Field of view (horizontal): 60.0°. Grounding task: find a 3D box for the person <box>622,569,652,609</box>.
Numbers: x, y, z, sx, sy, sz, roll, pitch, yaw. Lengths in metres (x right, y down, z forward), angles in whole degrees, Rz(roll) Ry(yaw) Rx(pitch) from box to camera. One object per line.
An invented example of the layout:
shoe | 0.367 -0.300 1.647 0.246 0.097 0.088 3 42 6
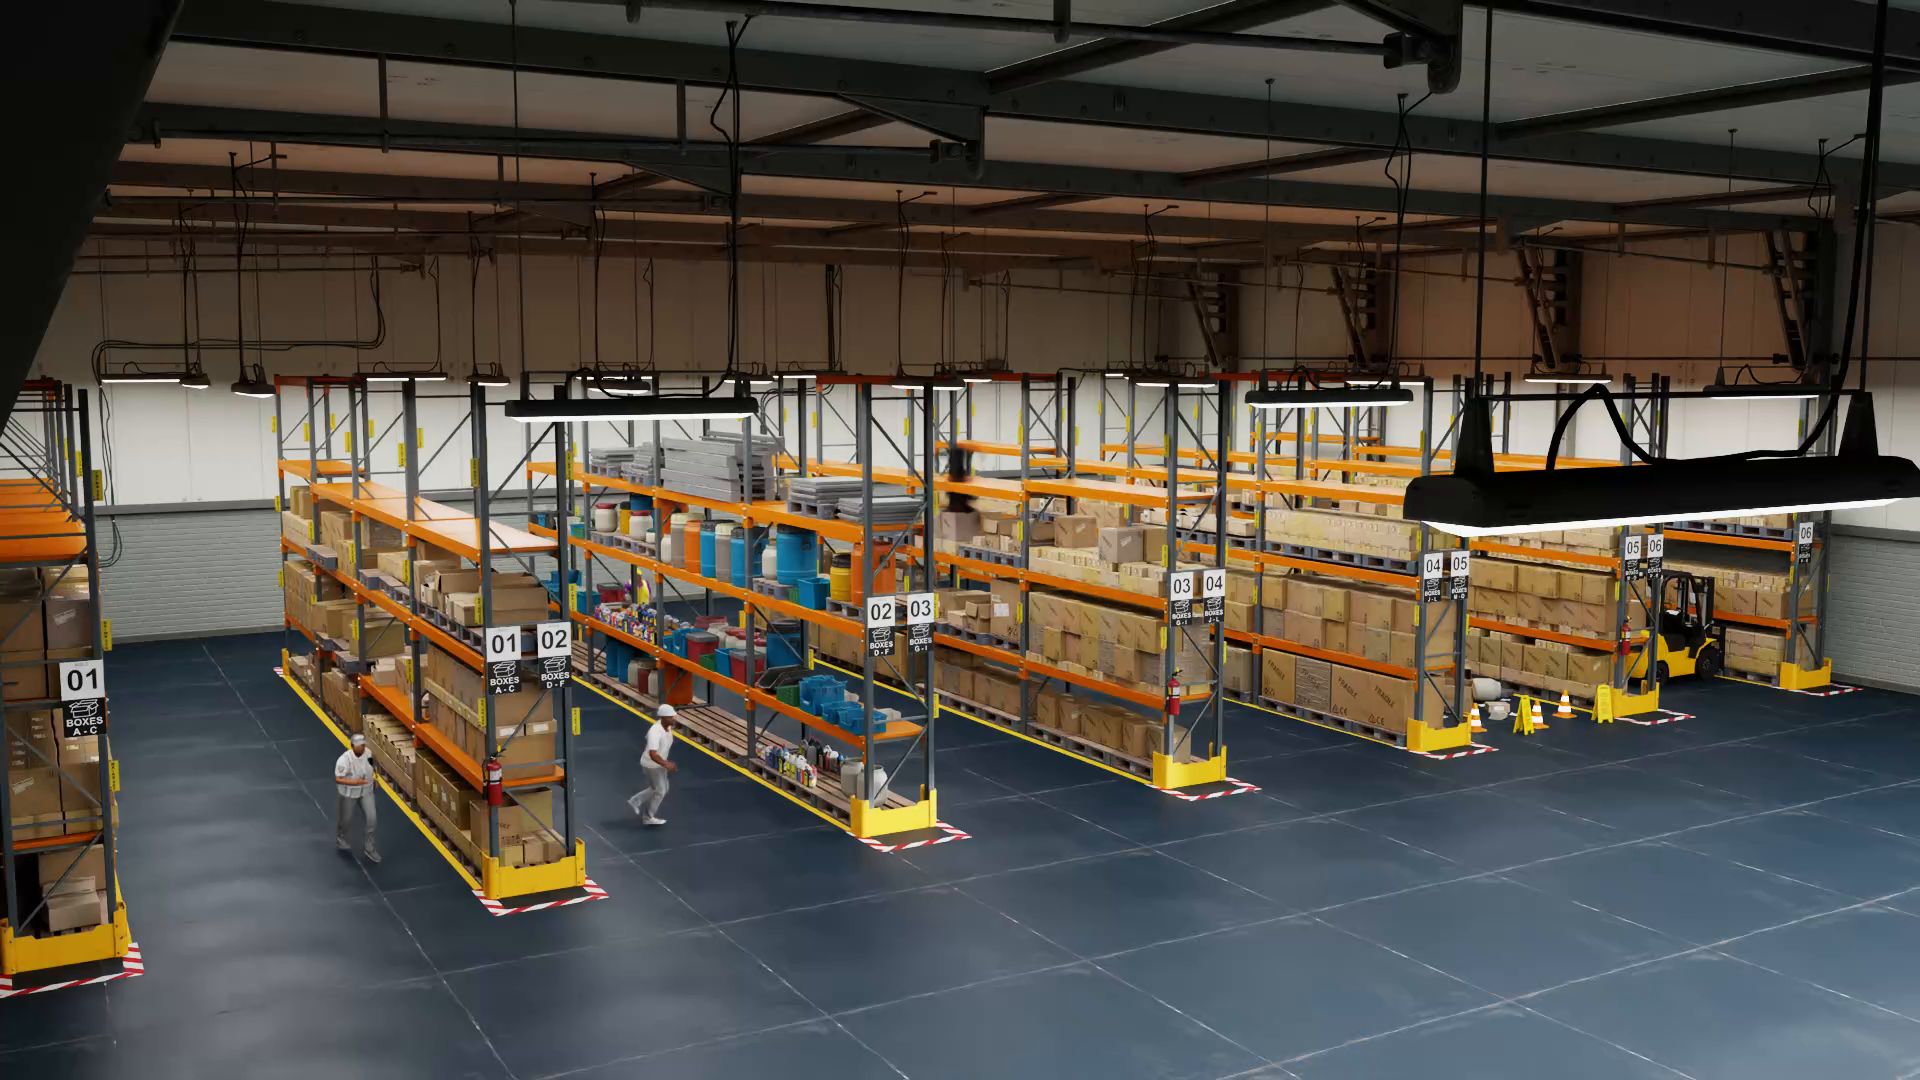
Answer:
person | -7.055 1.485 36.544 0.687 1.734 0.868 -5 8 -41

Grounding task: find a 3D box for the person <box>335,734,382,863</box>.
person | -7.655 3.227 21.063 0.601 1.642 0.919 -5 8 -40

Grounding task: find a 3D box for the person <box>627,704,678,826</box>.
person | -4.161 3.042 22.525 0.791 1.684 0.708 1 6 6
